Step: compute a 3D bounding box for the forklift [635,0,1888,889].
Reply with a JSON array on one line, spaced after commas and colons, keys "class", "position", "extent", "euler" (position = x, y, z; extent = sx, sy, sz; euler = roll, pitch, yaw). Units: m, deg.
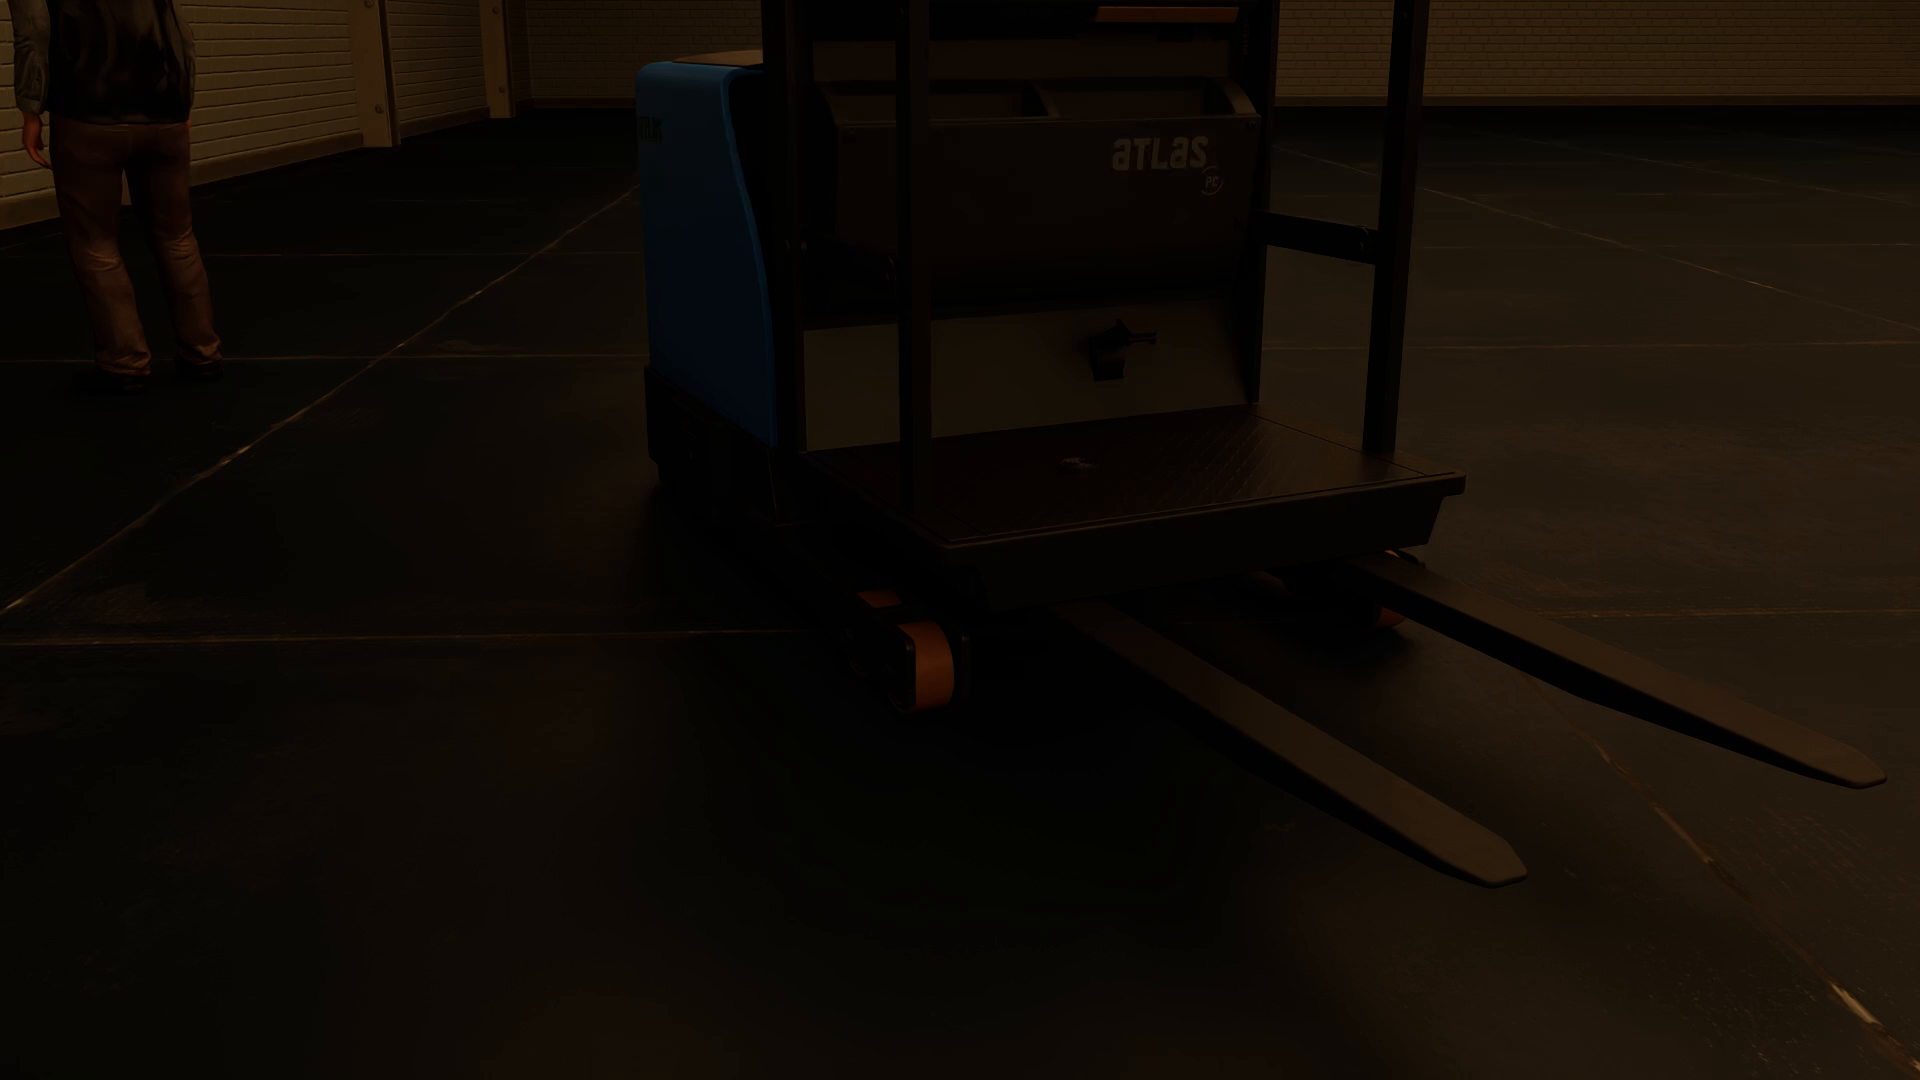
[{"class": "forklift", "position": [0.258, -1.240, 2.962], "extent": [1.130, 2.935, 3.031], "euler": [-8, 19, -24]}]

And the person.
[{"class": "person", "position": [-2.724, -1.346, 5.375], "extent": [0.416, 1.722, 0.580], "euler": [12, 21, 33]}]
